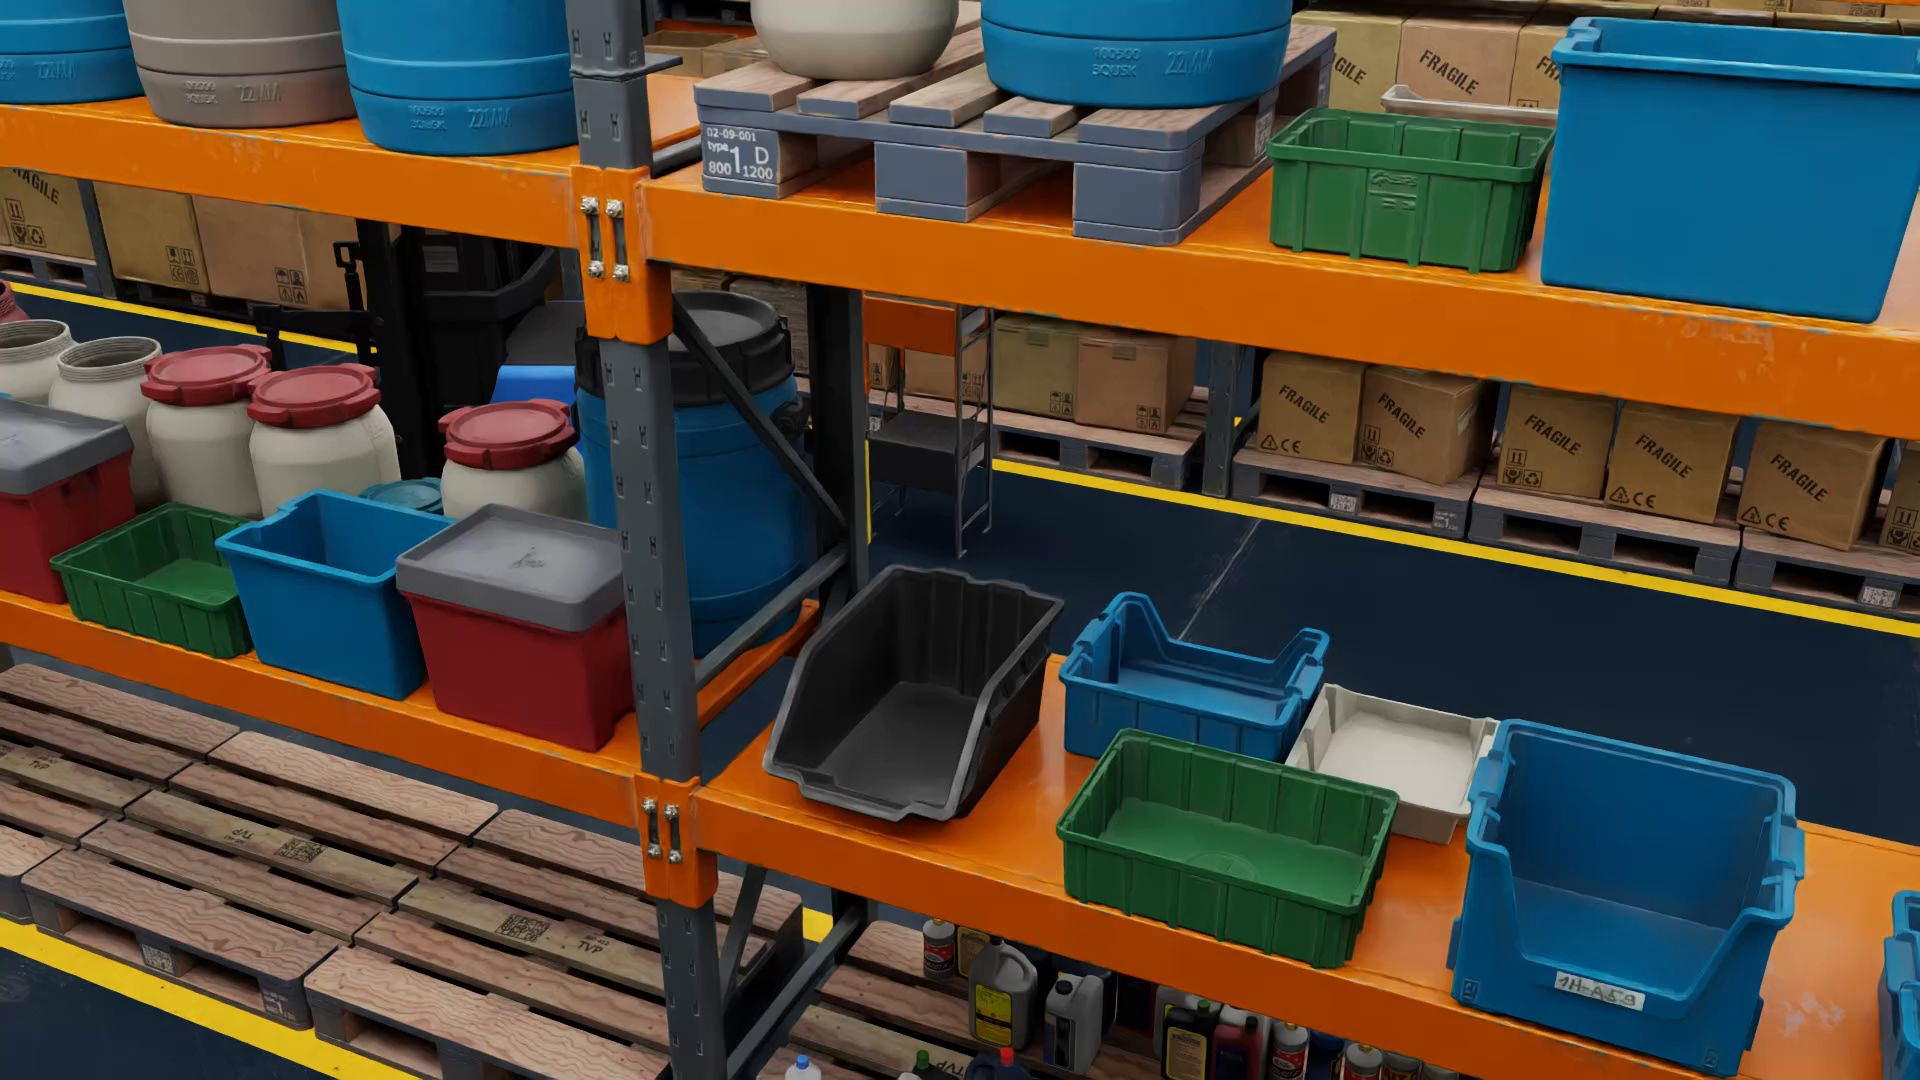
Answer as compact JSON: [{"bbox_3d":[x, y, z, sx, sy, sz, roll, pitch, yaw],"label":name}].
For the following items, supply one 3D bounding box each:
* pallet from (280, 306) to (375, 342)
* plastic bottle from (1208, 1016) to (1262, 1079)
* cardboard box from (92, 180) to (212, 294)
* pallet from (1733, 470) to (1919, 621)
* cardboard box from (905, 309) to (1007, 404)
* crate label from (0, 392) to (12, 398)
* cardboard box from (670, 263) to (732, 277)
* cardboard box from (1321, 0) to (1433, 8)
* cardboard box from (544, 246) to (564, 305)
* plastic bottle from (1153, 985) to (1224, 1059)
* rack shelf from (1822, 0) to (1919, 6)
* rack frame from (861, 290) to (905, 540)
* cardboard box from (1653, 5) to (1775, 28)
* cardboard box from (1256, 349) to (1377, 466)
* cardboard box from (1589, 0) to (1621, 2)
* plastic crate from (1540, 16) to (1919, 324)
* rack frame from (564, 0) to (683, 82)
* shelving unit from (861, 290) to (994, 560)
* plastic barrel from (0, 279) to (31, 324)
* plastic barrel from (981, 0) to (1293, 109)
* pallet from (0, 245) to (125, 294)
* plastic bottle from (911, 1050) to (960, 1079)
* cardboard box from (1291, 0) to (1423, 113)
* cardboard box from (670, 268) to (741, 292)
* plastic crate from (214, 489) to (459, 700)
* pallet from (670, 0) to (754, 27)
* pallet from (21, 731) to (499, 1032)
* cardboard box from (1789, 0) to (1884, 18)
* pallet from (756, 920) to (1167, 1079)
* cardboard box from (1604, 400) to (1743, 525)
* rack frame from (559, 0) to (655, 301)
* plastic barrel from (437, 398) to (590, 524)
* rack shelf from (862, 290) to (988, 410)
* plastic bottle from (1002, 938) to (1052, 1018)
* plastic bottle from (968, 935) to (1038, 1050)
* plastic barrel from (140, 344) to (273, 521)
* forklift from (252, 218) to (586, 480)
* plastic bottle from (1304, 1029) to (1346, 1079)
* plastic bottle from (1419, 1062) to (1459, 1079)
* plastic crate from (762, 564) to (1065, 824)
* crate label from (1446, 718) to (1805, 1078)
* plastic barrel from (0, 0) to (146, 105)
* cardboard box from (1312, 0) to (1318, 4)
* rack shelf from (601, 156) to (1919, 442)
[{"bbox_3d":[-3.907,-1.647,11.356,1.213,0.211,1.003,11,28,22],"label":"pallet"},{"bbox_3d":[0.754,1.415,4.558,0.133,0.283,0.061,11,28,22],"label":"plastic bottle"},{"bbox_3d":[-5.164,-2.357,11.572,0.875,0.875,1.225,11,28,22],"label":"cardboard box"},{"bbox_3d":[4.375,0.038,7.935,1.213,0.211,1.003,11,28,22],"label":"pallet"},{"bbox_3d":[0.042,-1.162,9.546,0.500,0.500,0.700,9,28,17],"label":"cardboard box"},{"bbox_3d":[-3.372,-0.234,5.288,0.616,0.435,0.502,11,28,22],"label":"crate label"},{"bbox_3d":[-1.492,-1.801,9.996,0.500,0.250,0.500,13,29,24],"label":"cardboard box"},{"bbox_3d":[2.051,-2.423,8.195,0.500,0.500,0.500,11,28,22],"label":"cardboard box"},{"bbox_3d":[-2.733,-1.869,10.581,0.875,0.875,1.225,10,28,19],"label":"cardboard box"},{"bbox_3d":[0.651,1.310,4.693,0.185,0.351,0.144,11,28,21],"label":"plastic bottle"},{"bbox_3d":[3.348,-2.426,7.199,4.000,0.370,1.077,11,28,22],"label":"rack shelf"},{"bbox_3d":[-0.373,-1.017,7.938,0.015,2.100,0.400,11,28,22],"label":"rack frame"},{"bbox_3d":[3.415,-2.148,7.635,0.500,0.500,0.500,11,28,22],"label":"cardboard box"},{"bbox_3d":[1.875,-0.746,8.724,0.500,0.500,0.500,10,28,20],"label":"cardboard box"},{"bbox_3d":[4.543,-4.161,11.913,0.550,0.550,0.875,11,28,22],"label":"cardboard box"},{"bbox_3d":[1.258,-0.611,2.718,0.575,0.384,0.392,11,28,22],"label":"plastic crate"},{"bbox_3d":[-0.523,-2.468,3.075,0.127,3.000,1.000,11,28,22],"label":"rack frame"},{"bbox_3d":[-0.151,-0.972,7.848,0.503,2.100,0.431,11,28,22],"label":"shelving unit"},{"bbox_3d":[-3.616,-0.606,5.931,0.708,0.536,0.600,11,28,22],"label":"plastic barrel"},{"bbox_3d":[0.339,-1.311,3.077,0.708,0.901,0.600,11,28,22],"label":"plastic barrel"},{"bbox_3d":[-6.415,-2.150,12.379,1.213,0.211,1.003,11,28,22],"label":"pallet"},{"bbox_3d":[-0.065,1.484,4.416,0.133,0.283,0.061,11,28,22],"label":"plastic bottle"},{"bbox_3d":[1.832,-2.211,7.762,0.500,0.500,0.500,11,28,22],"label":"cardboard box"},{"bbox_3d":[-1.496,-1.461,10.153,0.500,0.500,0.700,10,28,19],"label":"cardboard box"},{"bbox_3d":[-1.656,0.154,4.560,0.575,0.384,0.392,11,28,22],"label":"plastic crate"},{"bbox_3d":[-1.788,-4.735,14.688,1.213,0.211,1.003,11,28,22],"label":"pallet"},{"bbox_3d":[-2.368,1.124,5.728,1.213,0.211,1.003,11,28,22],"label":"pallet"},{"bbox_3d":[6.000,-3.868,11.319,0.550,0.550,0.875,11,28,22],"label":"cardboard box"},{"bbox_3d":[0.071,1.614,4.733,1.213,0.211,1.003,11,28,22],"label":"pallet"},{"bbox_3d":[3.487,-0.442,8.107,0.500,0.500,0.500,14,30,27],"label":"cardboard box"},{"bbox_3d":[-2.114,-2.500,9.931,0.127,3.000,1.000,11,28,22],"label":"rack frame"},{"bbox_3d":[-1.303,-0.101,4.905,0.433,0.535,0.433,0,26,0],"label":"plastic barrel"},{"bbox_3d":[-0.151,-0.960,7.854,0.480,0.518,0.431,11,28,22],"label":"rack shelf"},{"bbox_3d":[0.183,1.216,4.885,0.185,0.351,0.144,11,28,20],"label":"plastic bottle"},{"bbox_3d":[0.123,1.274,4.767,0.185,0.351,0.144,11,28,22],"label":"plastic bottle"},{"bbox_3d":[-2.365,-0.314,5.338,0.433,0.535,0.433,0,26,0],"label":"plastic barrel"},{"bbox_3d":[-2.749,-1.335,7.644,3.031,2.935,1.130,0,26,1],"label":"forklift"},{"bbox_3d":[1.009,1.407,4.588,0.097,0.271,0.097,0,26,0],"label":"plastic bottle"},{"bbox_3d":[1.285,1.462,4.476,0.097,0.271,0.097,0,26,0],"label":"plastic bottle"},{"bbox_3d":[-0.099,0.398,4.116,0.504,0.338,0.767,11,28,22],"label":"plastic crate"},{"bbox_3d":[1.331,0.711,3.370,0.616,0.435,0.502,11,28,22],"label":"crate label"},{"bbox_3d":[-2.266,-1.592,4.125,0.708,0.901,0.600,11,28,22],"label":"plastic barrel"},{"bbox_3d":[2.627,-3.869,12.600,0.500,0.500,0.500,11,28,21],"label":"cardboard box"},{"bbox_3d":[1.298,-0.434,3.154,4.000,0.370,1.077,11,28,22],"label":"rack shelf"}]
